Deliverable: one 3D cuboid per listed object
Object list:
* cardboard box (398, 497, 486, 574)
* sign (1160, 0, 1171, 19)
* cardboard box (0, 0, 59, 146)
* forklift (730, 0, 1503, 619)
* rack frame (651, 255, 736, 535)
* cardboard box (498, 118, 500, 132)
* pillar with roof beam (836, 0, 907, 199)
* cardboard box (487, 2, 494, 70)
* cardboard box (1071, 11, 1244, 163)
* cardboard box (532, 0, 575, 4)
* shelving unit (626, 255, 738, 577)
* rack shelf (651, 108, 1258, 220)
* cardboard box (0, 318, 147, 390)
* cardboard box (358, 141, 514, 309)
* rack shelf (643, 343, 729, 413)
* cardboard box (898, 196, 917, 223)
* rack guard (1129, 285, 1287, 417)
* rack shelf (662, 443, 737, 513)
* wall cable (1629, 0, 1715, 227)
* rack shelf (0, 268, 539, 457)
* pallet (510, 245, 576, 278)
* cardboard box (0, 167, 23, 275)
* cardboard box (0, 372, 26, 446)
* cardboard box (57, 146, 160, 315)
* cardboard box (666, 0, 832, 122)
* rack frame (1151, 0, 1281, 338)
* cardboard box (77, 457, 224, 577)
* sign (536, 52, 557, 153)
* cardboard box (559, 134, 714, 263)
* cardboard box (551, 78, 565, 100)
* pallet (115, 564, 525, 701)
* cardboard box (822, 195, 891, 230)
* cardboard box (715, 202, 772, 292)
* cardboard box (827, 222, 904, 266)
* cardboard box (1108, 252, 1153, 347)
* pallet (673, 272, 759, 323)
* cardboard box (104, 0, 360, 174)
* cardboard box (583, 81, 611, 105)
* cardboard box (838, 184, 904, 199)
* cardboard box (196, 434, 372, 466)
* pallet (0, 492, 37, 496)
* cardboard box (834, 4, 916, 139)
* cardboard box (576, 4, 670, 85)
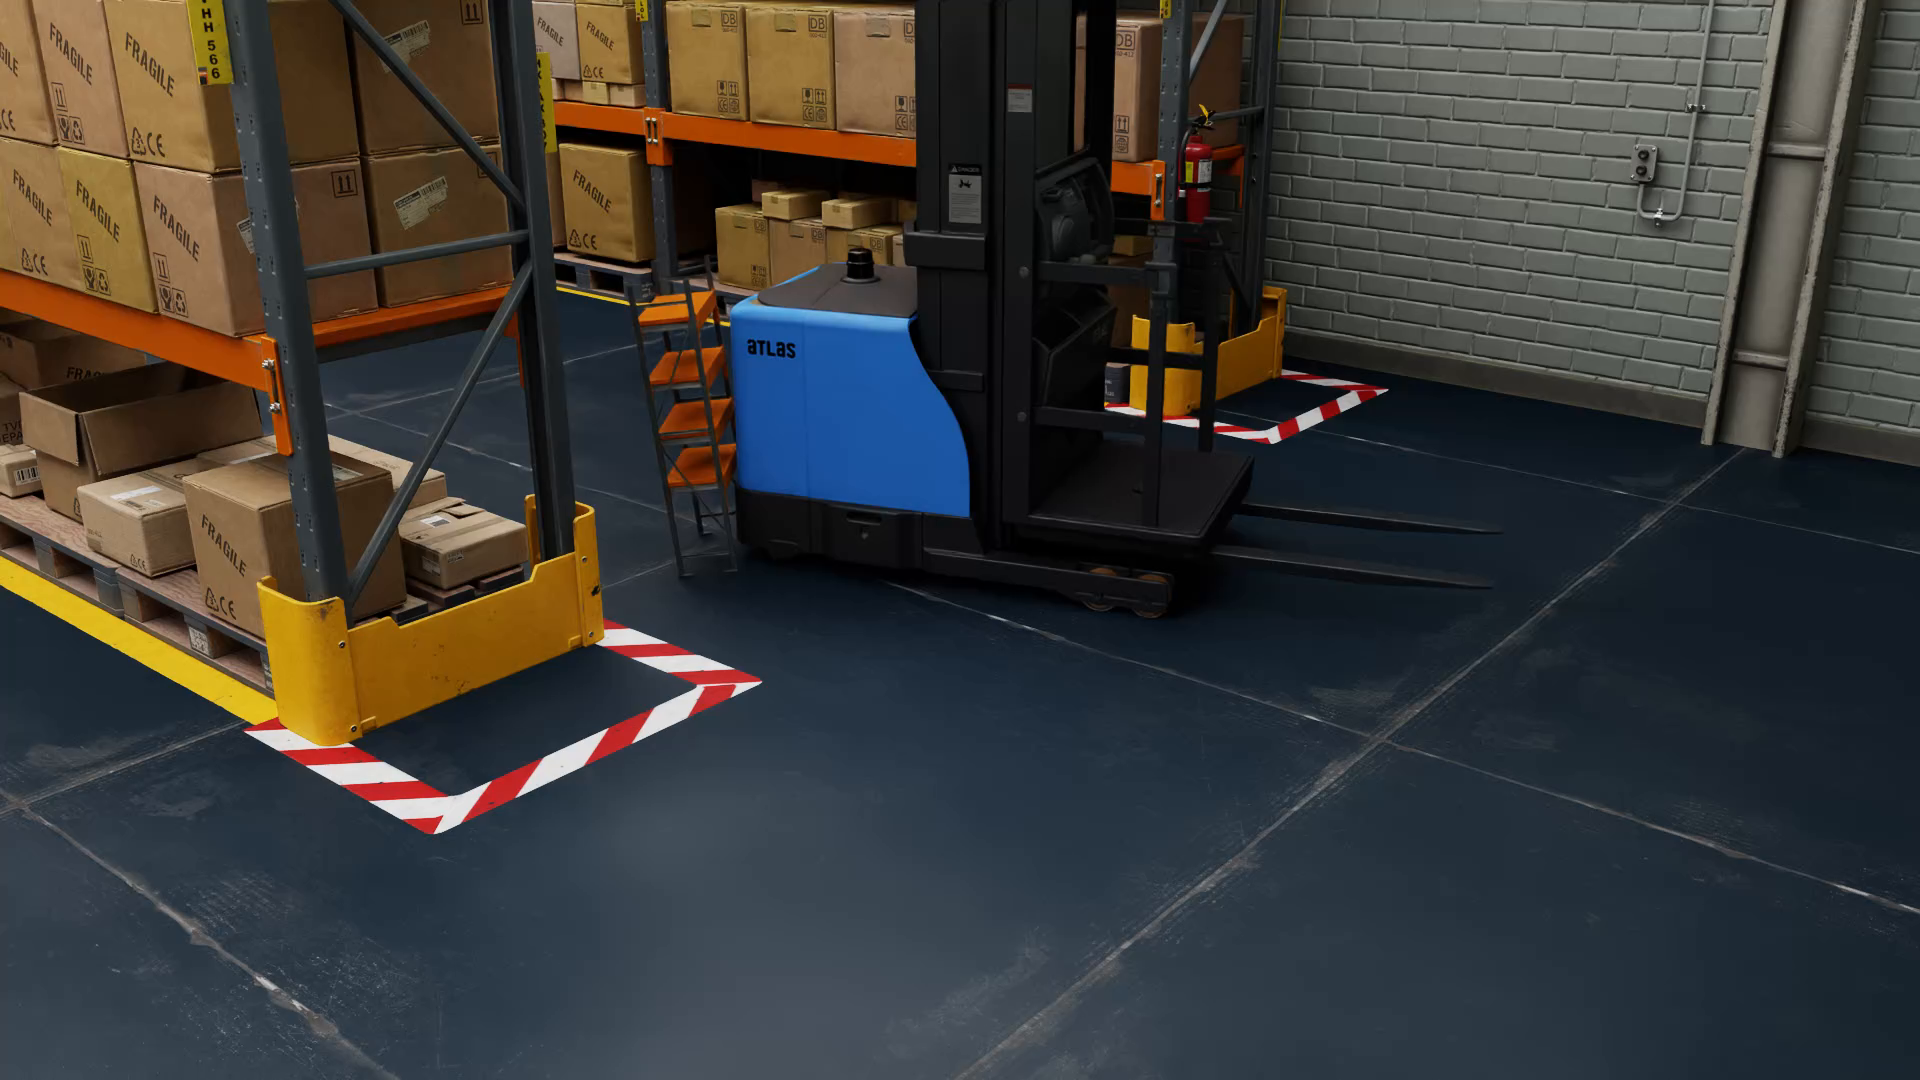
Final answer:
[{"bbox_3d":[-2.045,-0.028,6.384,0.250,0.166,0.380,16,26,36],"label":"cardboard box"},{"bbox_3d":[1.031,-2.767,8.279,0.005,0.325,0.100,16,26,36],"label":"sign"},{"bbox_3d":[-3.059,-1.671,5.788,0.500,0.500,0.500,17,26,38],"label":"cardboard box"},{"bbox_3d":[0.637,-1.283,6.415,3.031,2.935,1.130,7,22,19],"label":"forklift"},{"bbox_3d":[-1.080,-0.593,7.007,0.240,1.200,0.015,-6,20,3],"label":"rack frame"},{"bbox_3d":[-3.651,-2.838,12.895,0.750,0.750,0.750,16,26,36],"label":"cardboard box"},{"bbox_3d":[-3.347,-4.863,7.310,0.400,9.000,9.100,16,26,36],"label":"pillar with roof beam"},{"bbox_3d":[-3.016,-3.607,11.891,0.500,0.500,0.500,16,26,36],"label":"cardboard box"},{"bbox_3d":[0.984,-2.511,9.151,0.700,0.700,0.980,18,27,39],"label":"cardboard box"},{"bbox_3d":[-2.627,-3.850,11.471,0.500,0.250,0.500,17,26,37],"label":"cardboard box"},{"bbox_3d":[-1.084,-0.507,6.778,0.258,1.200,0.503,-6,20,3],"label":"shelving unit"},{"bbox_3d":[-0.164,-2.370,10.220,4.000,0.370,1.077,16,26,36],"label":"rack shelf"},{"bbox_3d":[-4.222,-0.784,7.915,0.500,0.500,0.500,16,26,36],"label":"cardboard box"},{"bbox_3d":[-1.921,-1.123,5.753,0.500,0.500,0.500,17,26,37],"label":"cardboard box"},{"bbox_3d":[-1.101,-0.653,6.724,0.258,0.148,0.480,-6,20,3],"label":"rack shelf"},{"bbox_3d":[-0.176,-2.085,10.474,0.250,0.149,0.380,16,26,35],"label":"cardboard box"},{"bbox_3d":[1.404,-1.085,9.337,0.348,0.500,1.175,16,26,36],"label":"rack guard"},{"bbox_3d":[-1.054,-0.260,6.871,0.258,0.148,0.480,-6,20,3],"label":"rack shelf"},{"bbox_3d":[2.975,-2.708,8.659,1.851,1.984,0.084,16,26,36],"label":"wall cable"},{"bbox_3d":[-3.294,-1.015,6.627,4.000,0.370,1.077,16,26,36],"label":"rack shelf"},{"bbox_3d":[-3.309,-2.271,12.892,1.213,0.211,1.003,16,26,36],"label":"pallet"},{"bbox_3d":[-3.441,-1.317,6.269,0.500,0.500,0.500,16,26,36],"label":"cardboard box"},{"bbox_3d":[-4.655,-0.592,7.675,0.500,0.311,0.500,16,26,36],"label":"cardboard box"},{"bbox_3d":[-2.667,-1.092,5.671,0.500,0.500,0.500,16,26,37],"label":"cardboard box"},{"bbox_3d":[-1.304,-3.167,10.891,0.700,0.700,0.980,17,26,37],"label":"cardboard box"},{"bbox_3d":[1.385,-2.260,8.910,0.127,3.000,1.000,16,26,36],"label":"rack frame"},{"bbox_3d":[-3.038,-0.098,6.451,0.500,0.250,0.500,16,26,36],"label":"cardboard box"},{"bbox_3d":[-1.401,-1.458,5.558,0.005,0.325,0.100,16,26,36],"label":"sign"},{"bbox_3d":[-2.300,-2.452,11.872,0.750,0.750,0.750,16,26,37],"label":"cardboard box"},{"bbox_3d":[-2.779,-3.205,11.744,0.250,0.149,0.380,16,26,36],"label":"cardboard box"},{"bbox_3d":[-2.421,0.205,6.325,1.213,0.211,1.003,16,26,36],"label":"pallet"},{"bbox_3d":[-0.645,-2.045,10.369,0.250,0.149,0.380,15,25,35],"label":"cardboard box"},{"bbox_3d":[-1.199,-1.984,11.127,0.500,0.500,0.700,16,26,37],"label":"cardboard box"},{"bbox_3d":[-0.416,-1.756,10.522,0.500,0.500,0.700,17,26,37],"label":"cardboard box"},{"bbox_3d":[0.780,-1.416,9.619,0.500,0.500,0.700,16,26,36],"label":"cardboard box"},{"bbox_3d":[-1.174,-1.657,11.262,1.213,0.211,1.003,16,26,36],"label":"pallet"},{"bbox_3d":[-2.263,-1.444,5.187,0.500,0.500,0.500,16,26,36],"label":"cardboard box"},{"bbox_3d":[-2.365,-3.092,11.444,0.250,0.149,0.380,17,26,37],"label":"cardboard box"},{"bbox_3d":[-0.572,-2.199,10.776,0.250,0.149,0.380,15,25,35],"label":"cardboard box"},{"bbox_3d":[-2.761,-0.246,6.843,0.500,0.250,0.500,16,26,36],"label":"cardboard box"},{"bbox_3d":[-4.312,-0.339,7.768,1.213,0.211,1.003,16,26,36],"label":"pallet"},{"bbox_3d":[-0.172,-2.843,10.032,0.700,0.700,0.980,15,25,34],"label":"cardboard box"},{"bbox_3d":[-2.231,-3.382,11.293,0.500,0.500,0.500,16,26,35],"label":"cardboard box"}]
